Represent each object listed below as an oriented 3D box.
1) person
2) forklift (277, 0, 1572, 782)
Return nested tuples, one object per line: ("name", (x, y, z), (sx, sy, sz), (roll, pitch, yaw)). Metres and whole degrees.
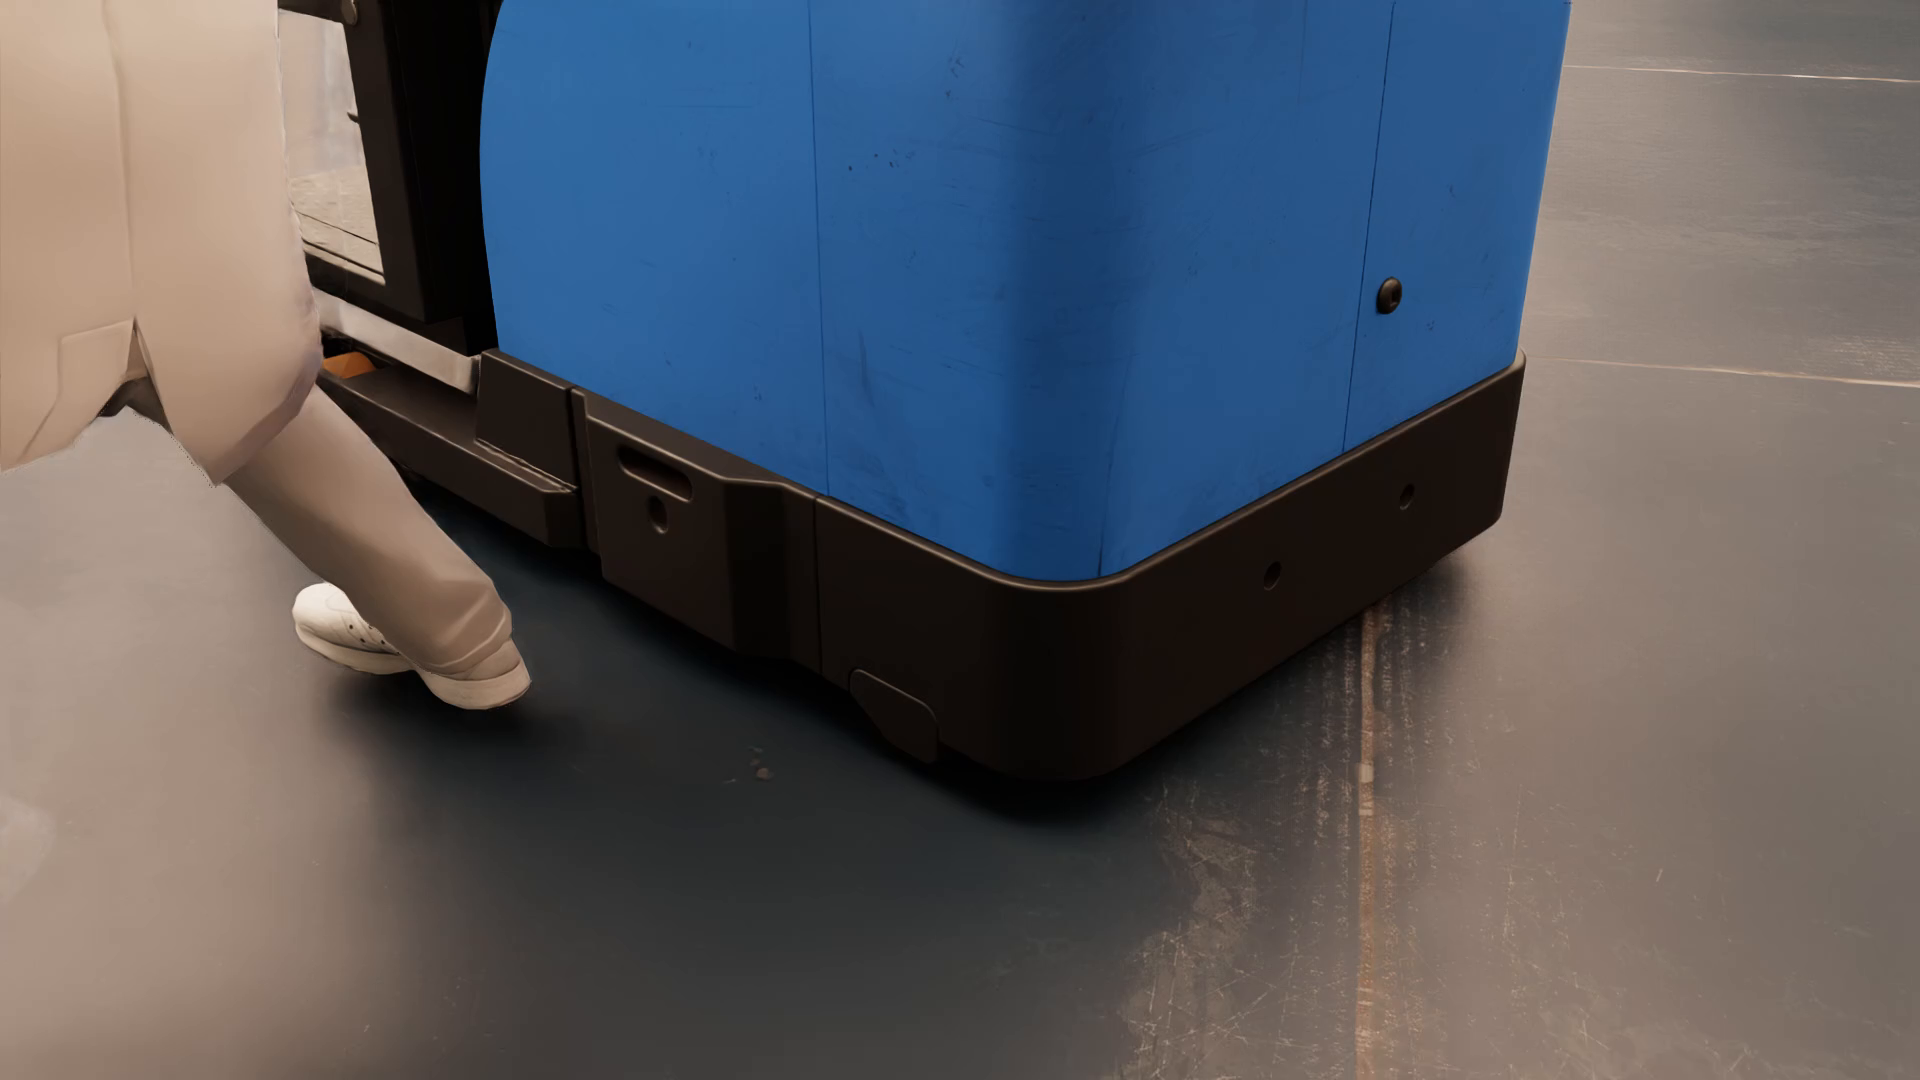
("person", (-0.900, -0.330, 1.378), (0.771, 1.520, 1.065), (18, 32, 31))
("forklift", (-0.617, -1.603, 2.424), (3.031, 2.935, 1.130), (24, 35, 38))
